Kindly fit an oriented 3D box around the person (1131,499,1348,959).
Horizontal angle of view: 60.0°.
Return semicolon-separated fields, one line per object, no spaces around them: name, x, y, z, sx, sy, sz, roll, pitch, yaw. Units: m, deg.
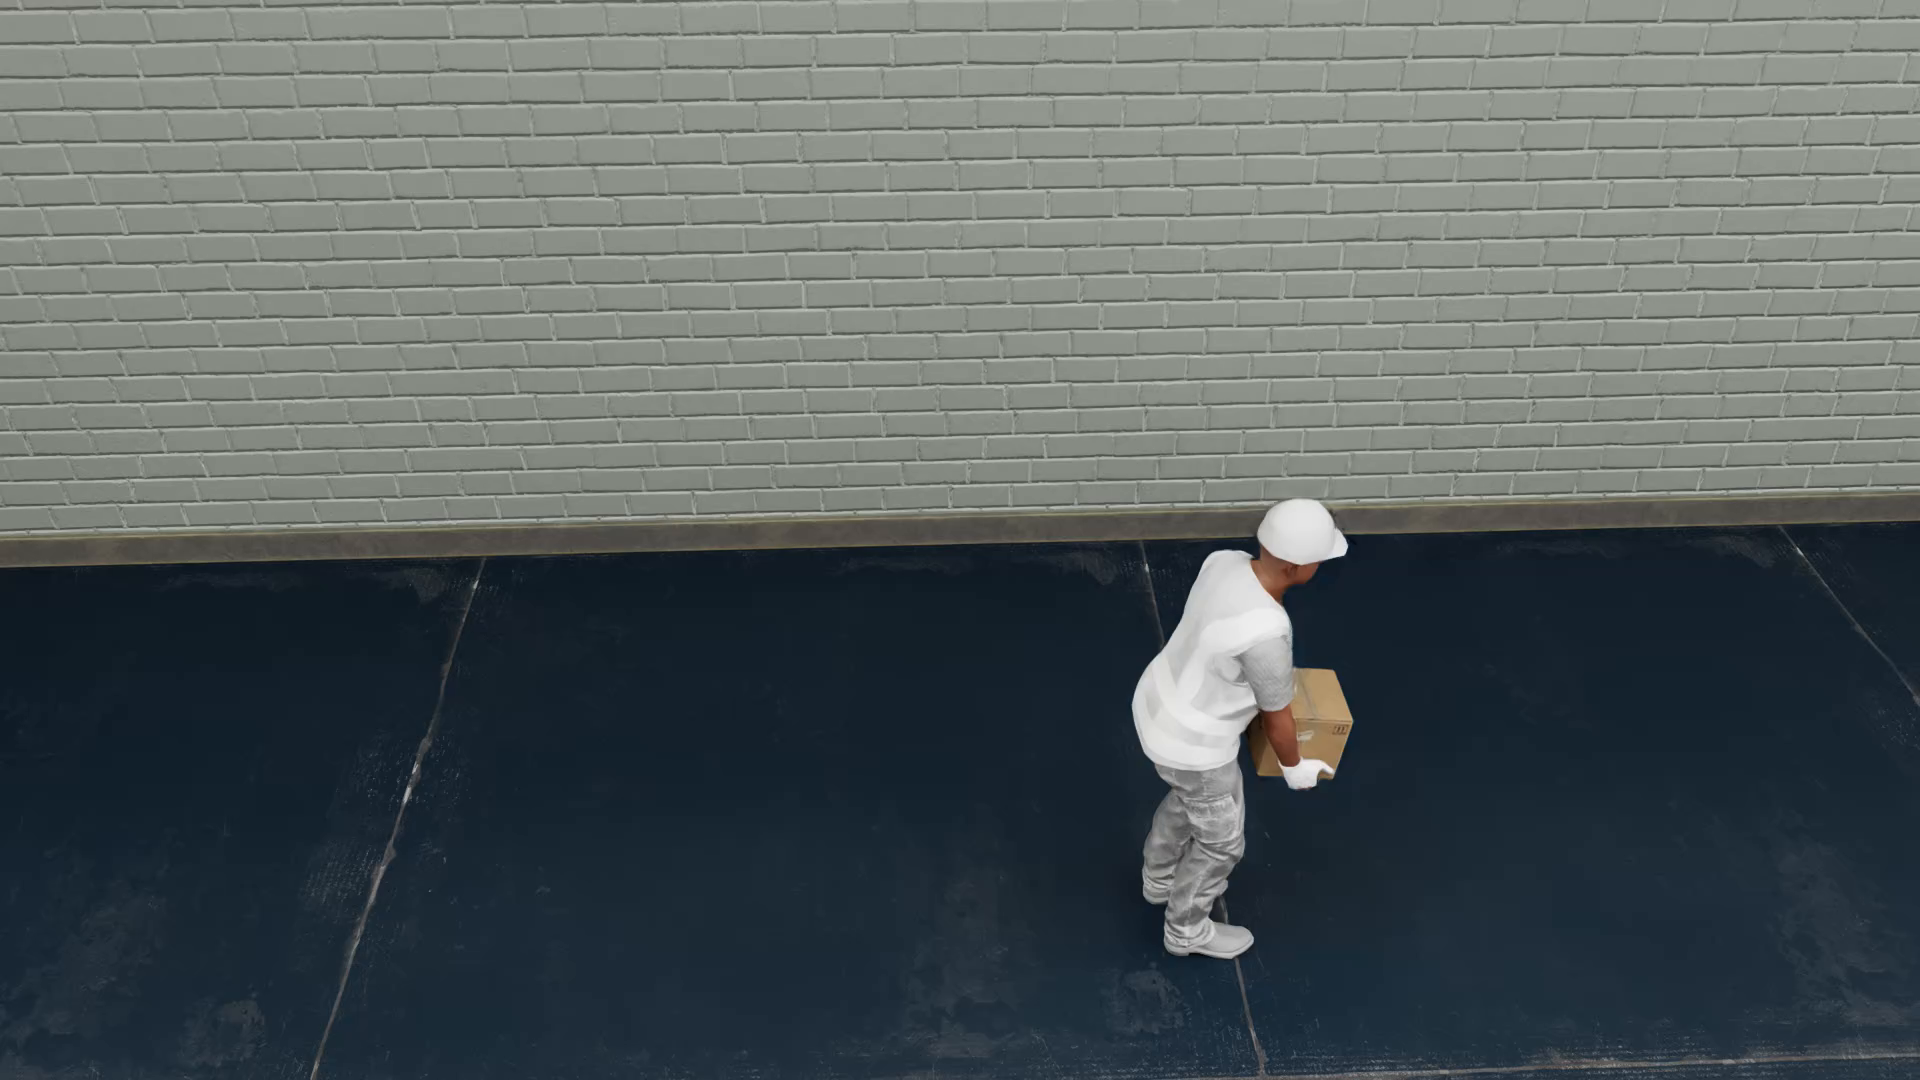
person;0.862;0.605;5.310;0.621;1.725;0.485;-2;35;-3
